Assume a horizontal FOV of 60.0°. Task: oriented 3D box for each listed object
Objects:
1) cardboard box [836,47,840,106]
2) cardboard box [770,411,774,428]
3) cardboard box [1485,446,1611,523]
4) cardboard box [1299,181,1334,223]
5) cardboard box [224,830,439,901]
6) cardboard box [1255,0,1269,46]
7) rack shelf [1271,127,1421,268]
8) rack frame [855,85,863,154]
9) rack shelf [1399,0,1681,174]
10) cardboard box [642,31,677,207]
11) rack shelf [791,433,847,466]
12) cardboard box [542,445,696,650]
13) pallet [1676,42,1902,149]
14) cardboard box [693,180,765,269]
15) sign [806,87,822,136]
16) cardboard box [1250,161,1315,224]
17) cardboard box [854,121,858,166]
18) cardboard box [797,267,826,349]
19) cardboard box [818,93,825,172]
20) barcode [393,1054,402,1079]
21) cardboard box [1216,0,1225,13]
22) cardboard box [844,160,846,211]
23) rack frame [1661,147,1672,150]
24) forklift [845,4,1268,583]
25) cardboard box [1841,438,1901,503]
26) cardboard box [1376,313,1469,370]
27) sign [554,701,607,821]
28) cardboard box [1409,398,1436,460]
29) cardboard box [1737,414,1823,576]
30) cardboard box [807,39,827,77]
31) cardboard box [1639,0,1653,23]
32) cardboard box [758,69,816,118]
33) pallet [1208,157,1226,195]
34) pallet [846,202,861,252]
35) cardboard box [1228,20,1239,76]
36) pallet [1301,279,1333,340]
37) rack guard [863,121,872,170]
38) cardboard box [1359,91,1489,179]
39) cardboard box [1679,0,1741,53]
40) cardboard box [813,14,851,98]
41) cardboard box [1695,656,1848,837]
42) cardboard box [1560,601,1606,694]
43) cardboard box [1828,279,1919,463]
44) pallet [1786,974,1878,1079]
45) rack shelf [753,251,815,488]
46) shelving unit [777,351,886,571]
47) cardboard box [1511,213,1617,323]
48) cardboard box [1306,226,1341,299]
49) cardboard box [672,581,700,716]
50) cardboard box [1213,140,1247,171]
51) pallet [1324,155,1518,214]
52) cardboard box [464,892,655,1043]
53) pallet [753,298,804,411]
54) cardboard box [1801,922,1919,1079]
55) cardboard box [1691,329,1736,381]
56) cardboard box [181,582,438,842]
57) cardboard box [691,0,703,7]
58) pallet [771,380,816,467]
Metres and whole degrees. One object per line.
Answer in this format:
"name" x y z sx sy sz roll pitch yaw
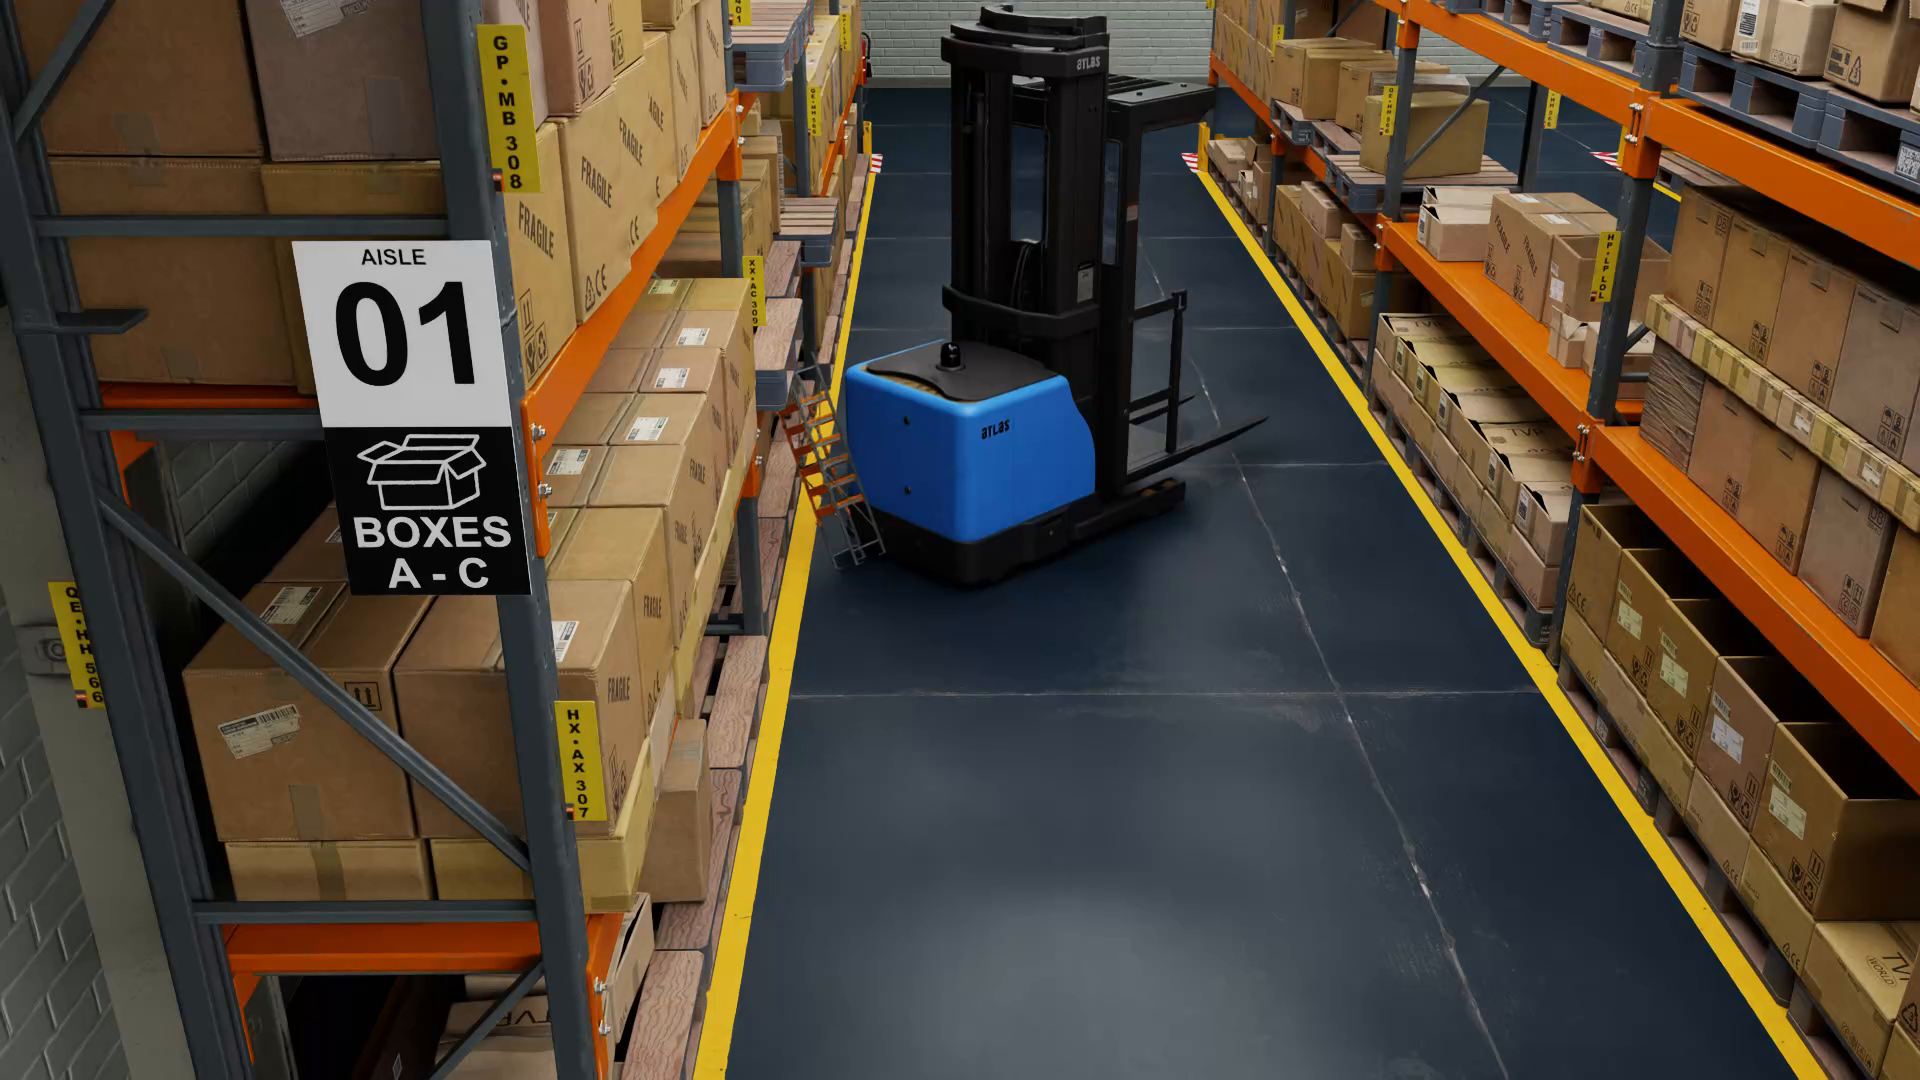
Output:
"cardboard box" -1.311 -4.028 14.509 0.500 0.500 0.500 -1 24 -1
"cardboard box" -1.575 -0.931 10.667 0.700 0.500 0.500 0 24 -1
"cardboard box" 3.170 -0.328 8.982 0.500 0.311 0.500 0 24 1
"cardboard box" 3.158 -2.841 13.981 0.500 0.250 0.500 0 24 0
"cardboard box" -1.636 0.786 4.531 0.500 0.250 0.500 0 24 0
"cardboard box" 3.113 -4.970 15.764 0.500 0.500 0.500 -1 24 -2
"rack shelf" 3.408 -2.899 13.392 1.077 0.370 4.000 0 24 -1
"rack frame" -1.611 -5.675 18.657 1.000 3.000 0.127 0 24 -1
"rack shelf" 3.451 -2.617 9.129 1.077 0.370 4.000 0 24 -1
"cardboard box" -1.197 -1.298 5.195 0.500 0.500 0.500 1 24 3
"rack shelf" -0.785 -0.512 9.311 0.180 0.103 0.258 -14 8 47
"cardboard box" -1.136 0.021 5.311 0.500 0.500 0.500 -1 24 -2
"pallet" 3.508 -1.729 6.400 1.003 0.211 1.213 0 24 -1
"cardboard box" -1.489 -1.687 9.186 0.700 0.500 0.500 3 25 7
"sign" -0.981 -2.876 11.160 0.100 0.325 0.005 0 24 -1
"cardboard box" 3.096 -3.345 16.006 0.500 0.500 0.500 0 24 -1
"cardboard box" -1.504 -4.439 18.449 0.700 0.500 0.500 0 24 -1
"cardboard box" -1.401 -1.894 12.396 0.750 0.750 0.750 -1 24 -1
"cardboard box" -1.270 -2.986 12.205 0.500 0.500 0.500 1 24 1
"barcode" -1.754 1.647 5.185 0.001 0.075 0.075 0 24 -1
"cardboard box" 3.083 -6.016 18.076 0.500 0.500 0.500 0 24 1
"cardboard box" -1.473 -3.388 16.124 0.700 0.500 0.500 0 24 0
"rack frame" 8.295 -5.719 18.756 1.000 3.000 0.127 0 24 -1
"forklift" 0.738 -1.609 9.750 3.031 2.935 1.130 -22 33 -40
"cardboard box" 3.303 -0.243 5.738 0.380 0.149 0.250 -1 24 -1
"cardboard box" 3.141 -1.379 11.306 0.500 0.311 0.500 1 24 1
"sign" -0.894 0.521 3.907 0.100 0.325 0.005 0 24 -1
"cardboard box" 3.160 -0.702 10.490 0.500 0.250 0.500 -1 24 -2
"cardboard box" 3.498 -0.193 6.415 0.700 0.500 0.500 0 24 0
"cardboard box" -1.299 -3.736 12.955 0.500 0.250 0.500 -1 24 -2
"cardboard box" 3.476 -2.498 7.665 0.500 0.250 0.500 2 24 5
"cardboard box" -1.271 -3.110 11.571 0.500 0.250 0.500 0 24 1
"pallet" 3.353 -4.068 18.489 1.003 0.211 1.213 0 24 -1
"pallet" -1.498 -3.070 16.281 1.003 0.211 1.213 0 24 -1
"cardboard box" 3.097 -5.141 17.355 0.500 0.500 0.500 0 24 -1
"pallet" 3.449 -1.941 13.785 1.003 0.211 1.213 0 24 -1
"rack guard" -1.611 -4.546 19.194 1.175 0.500 0.348 0 24 -1
"cardboard box" 3.310 -2.898 11.887 0.700 0.500 0.500 -9 26 -18
"cardboard box" 3.215 -2.213 6.561 0.500 0.500 0.500 2 24 4
"cardboard box" -1.560 -4.688 16.111 0.980 0.700 0.700 -1 24 -2
"cardboard box" 3.184 0.776 6.310 0.500 0.500 0.500 0 24 -1
"cardboard box" 3.175 0.500 7.832 0.500 0.250 0.500 0 24 -1
"cardboard box" 3.501 -0.587 5.713 0.700 0.500 0.500 0 24 -1
"pallet" 3.466 1.850 5.404 1.003 0.211 1.213 0 24 -1
"rack shelf" -1.502 -1.226 9.695 1.077 0.370 4.000 0 24 -1
"shelving unit" -0.759 -0.441 9.318 0.189 1.200 0.258 -14 8 47
"cardboard box" 3.470 -1.539 9.393 0.500 0.500 0.500 0 24 0
"cardboard box" 3.167 -2.277 13.645 0.500 0.500 0.500 -1 24 -3
"cardboard box" -1.144 0.351 5.492 0.500 0.250 0.500 -1 24 -1
"cardboard box" 3.070 -4.215 18.232 0.500 0.250 0.500 0 24 -1
"pallet" 3.352 -2.594 12.078 1.213 0.211 1.003 0 24 -1
"cardboard box" -1.360 1.422 5.694 0.500 0.311 0.500 2 24 4
"pallet" -1.343 -0.958 8.462 1.003 0.211 1.213 0 24 -1
"cardboard box" 3.198 1.530 5.554 0.500 0.250 0.500 0 24 -1
"cardboard box" 3.290 -0.774 6.912 0.380 0.149 0.250 -1 24 -2
"cardboard box" -1.654 0.442 4.380 0.500 0.500 0.500 -1 24 -1
"cardboard box" -1.187 -2.175 5.920 0.500 0.500 0.500 1 24 2
"pallet" -1.517 -0.786 11.231 1.003 0.211 1.213 0 24 -1
